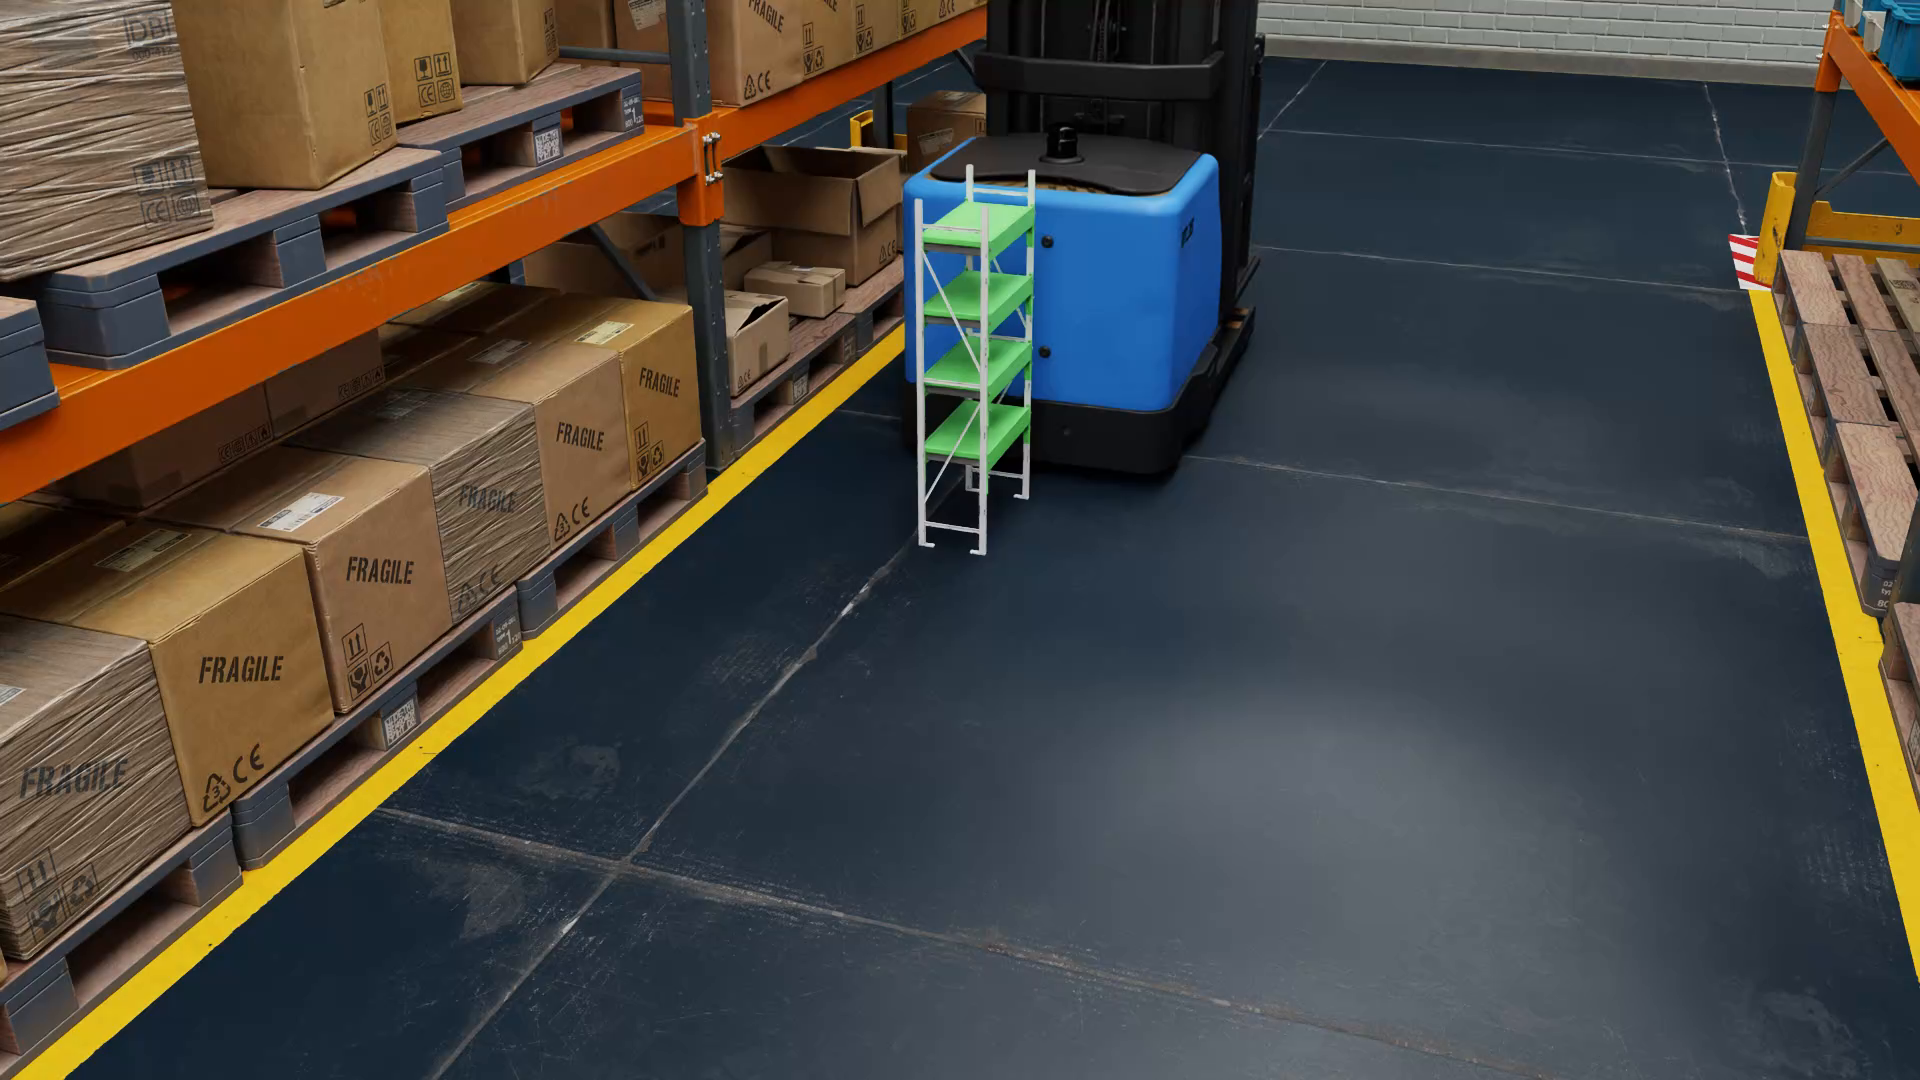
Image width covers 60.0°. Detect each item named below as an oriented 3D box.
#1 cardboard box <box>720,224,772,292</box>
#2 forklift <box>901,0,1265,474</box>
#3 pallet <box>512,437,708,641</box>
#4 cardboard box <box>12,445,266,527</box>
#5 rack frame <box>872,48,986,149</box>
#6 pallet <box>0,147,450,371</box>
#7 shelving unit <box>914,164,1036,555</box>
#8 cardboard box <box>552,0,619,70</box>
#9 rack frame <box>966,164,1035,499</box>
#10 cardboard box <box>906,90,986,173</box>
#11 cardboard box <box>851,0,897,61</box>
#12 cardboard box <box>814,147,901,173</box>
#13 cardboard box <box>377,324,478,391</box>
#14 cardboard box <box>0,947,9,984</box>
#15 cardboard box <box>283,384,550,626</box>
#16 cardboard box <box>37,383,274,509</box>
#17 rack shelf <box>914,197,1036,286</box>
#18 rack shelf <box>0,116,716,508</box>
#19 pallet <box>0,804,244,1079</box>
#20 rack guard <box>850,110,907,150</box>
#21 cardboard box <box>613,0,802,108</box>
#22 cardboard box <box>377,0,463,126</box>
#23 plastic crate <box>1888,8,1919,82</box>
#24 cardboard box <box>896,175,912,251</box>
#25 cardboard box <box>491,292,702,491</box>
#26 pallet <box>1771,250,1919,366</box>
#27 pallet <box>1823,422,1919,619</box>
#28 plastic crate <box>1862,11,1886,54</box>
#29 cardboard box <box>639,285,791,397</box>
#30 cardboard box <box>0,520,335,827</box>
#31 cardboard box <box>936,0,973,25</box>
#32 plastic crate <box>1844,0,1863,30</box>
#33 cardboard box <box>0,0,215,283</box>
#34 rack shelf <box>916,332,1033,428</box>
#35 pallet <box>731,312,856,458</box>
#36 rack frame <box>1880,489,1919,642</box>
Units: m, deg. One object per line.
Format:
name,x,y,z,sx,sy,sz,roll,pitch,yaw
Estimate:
cardboard box,-1.180,-1.267,7.505,0.500,0.311,0.500,9,27,17
forklift,0.718,-2.182,6.893,1.130,2.935,3.031,8,27,16
pallet,-1.587,-0.101,5.716,1.003,0.211,1.213,9,27,17
cardboard box,-2.252,0.028,4.614,0.500,0.500,0.500,8,27,15
rack frame,-0.021,-3.339,9.205,1.000,3.000,0.127,9,27,17
pallet,-2.040,-0.765,4.109,1.003,0.211,1.213,9,27,17
shelving unit,0.055,-0.608,5.629,0.258,1.200,0.503,9,27,17
cardboard box,-1.428,-1.983,6.289,0.500,0.500,0.500,9,27,18
rack frame,0.136,-0.708,5.836,0.240,1.200,0.015,9,27,17
cardboard box,0.031,-2.153,9.118,0.500,0.500,0.500,9,27,17
cardboard box,-0.589,-2.327,6.998,0.500,0.500,0.500,9,27,17
cardboard box,-0.636,-1.912,8.907,0.500,0.250,0.500,9,27,17
cardboard box,-1.910,-0.384,5.465,0.500,0.500,0.500,9,27,18
cardboard box,-2.262,0.730,3.164,0.500,0.500,0.500,10,28,20
cardboard box,-1.586,-0.116,4.911,0.500,0.500,0.500,9,27,18
cardboard box,-2.242,-0.325,4.483,0.500,0.250,0.500,8,27,16
rack shelf,0.055,-0.983,5.448,0.258,0.148,0.480,9,27,17
rack shelf,-2.017,-0.550,4.269,1.077,0.370,4.000,9,27,17
pallet,-2.399,0.902,3.645,1.003,0.211,1.213,9,27,17
rack guard,-0.046,-2.183,9.685,1.175,0.500,0.348,9,27,17
cardboard box,-0.925,-1.910,6.139,0.500,0.500,0.500,9,27,19
cardboard box,-1.889,-1.476,4.759,0.700,0.500,0.500,13,29,26
plastic crate,3.718,-1.853,6.258,0.416,0.233,0.300,9,27,17
cardboard box,-0.314,-1.655,8.376,0.500,0.250,0.500,9,27,17
cardboard box,-1.246,-0.524,5.754,0.500,0.500,0.500,9,27,17
pallet,4.338,-1.031,7.637,1.003,0.211,1.213,9,27,17
pallet,3.526,-0.028,5.566,1.003,0.211,1.213,9,27,17
plastic crate,3.846,-2.075,6.828,0.250,0.136,0.298,9,27,17
cardboard box,-1.008,-0.824,6.591,0.500,0.311,0.500,9,27,17
cardboard box,-1.921,0.308,4.035,0.500,0.500,0.500,8,27,17
cardboard box,-0.254,-2.743,7.858,0.500,0.500,0.500,9,27,18
plastic crate,4.072,-2.354,7.404,0.250,0.136,0.298,9,27,17
cardboard box,-2.095,-0.909,3.589,0.700,0.500,0.500,14,29,27
rack shelf,0.055,-0.551,5.657,0.258,0.148,0.480,9,27,17
pallet,-1.122,-0.722,7.000,1.003,0.211,1.213,9,27,17
rack frame,3.318,-0.976,4.323,1.000,3.000,0.127,9,27,17
